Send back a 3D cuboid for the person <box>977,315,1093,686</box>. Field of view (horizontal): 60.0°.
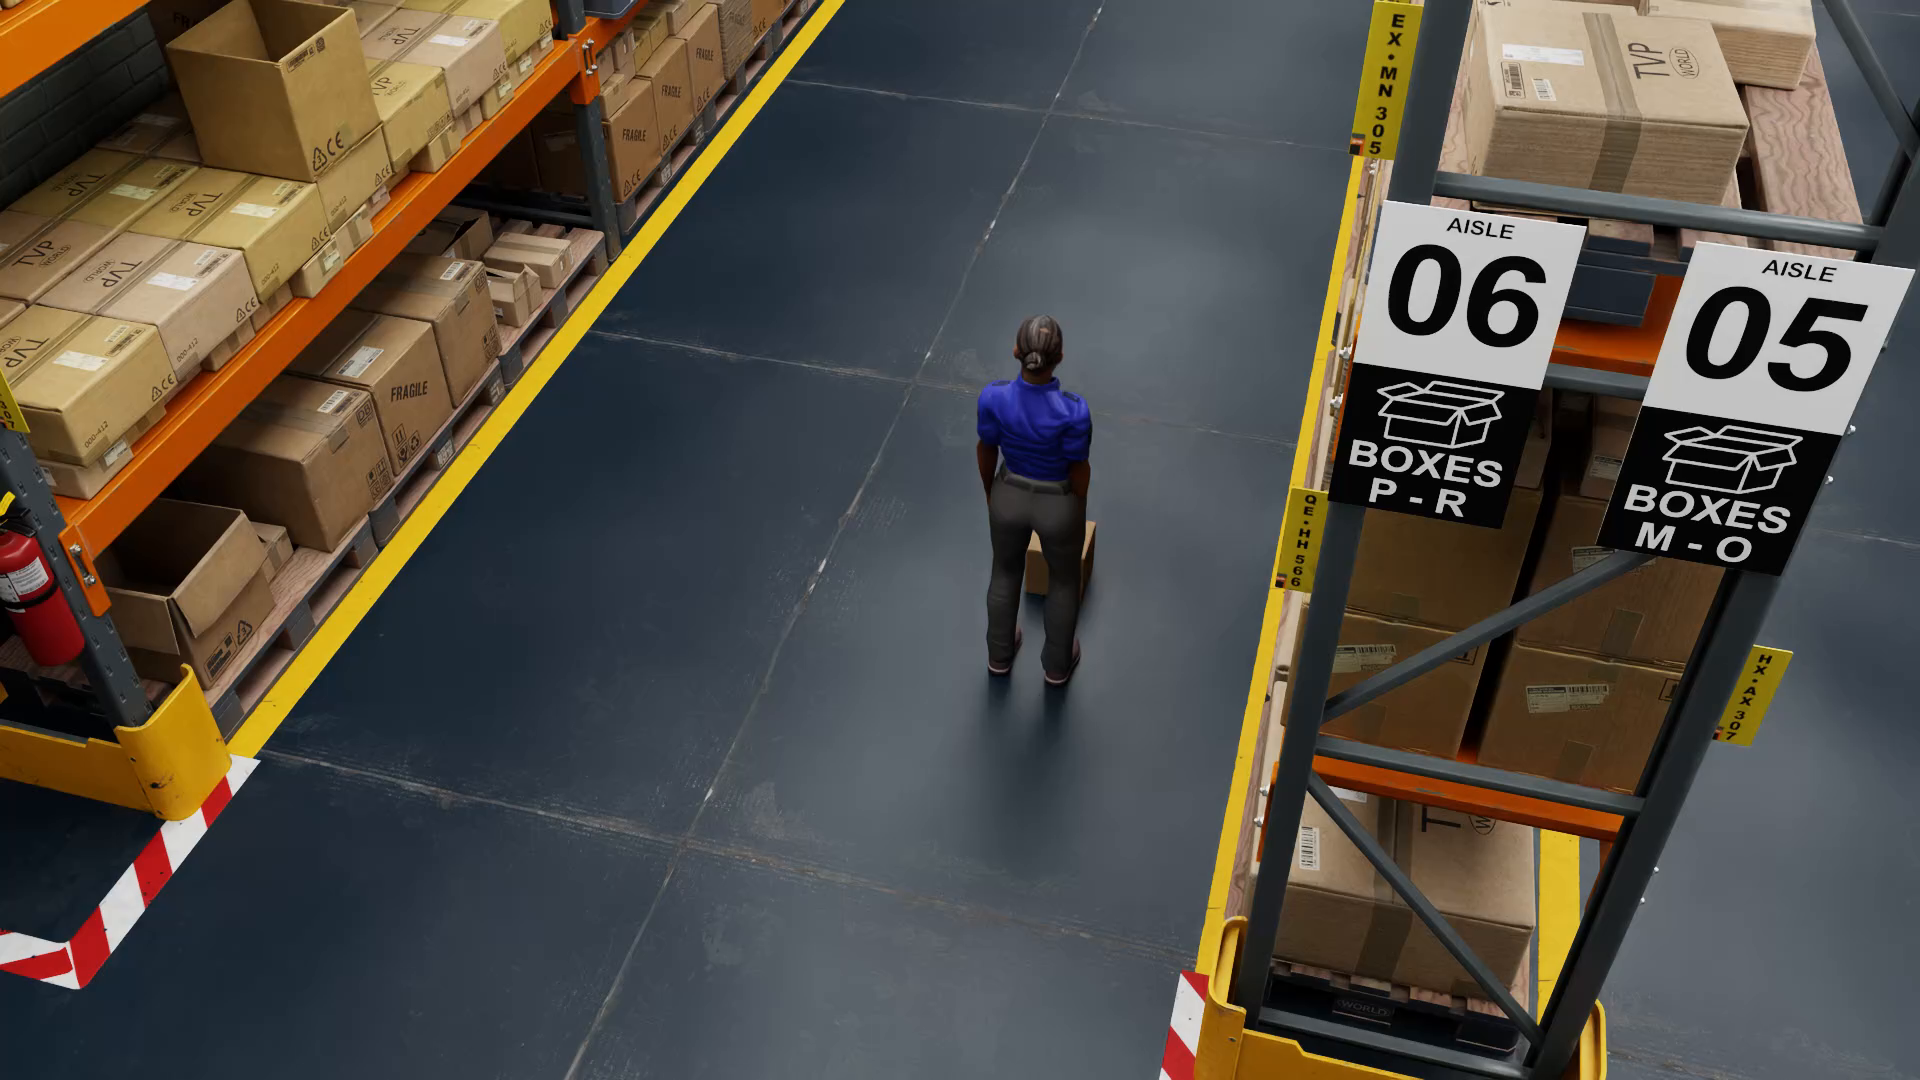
[{"bbox_3d":[0.276,-0.134,6.328,0.440,1.649,0.306,12,43,13],"label":"person"}]
